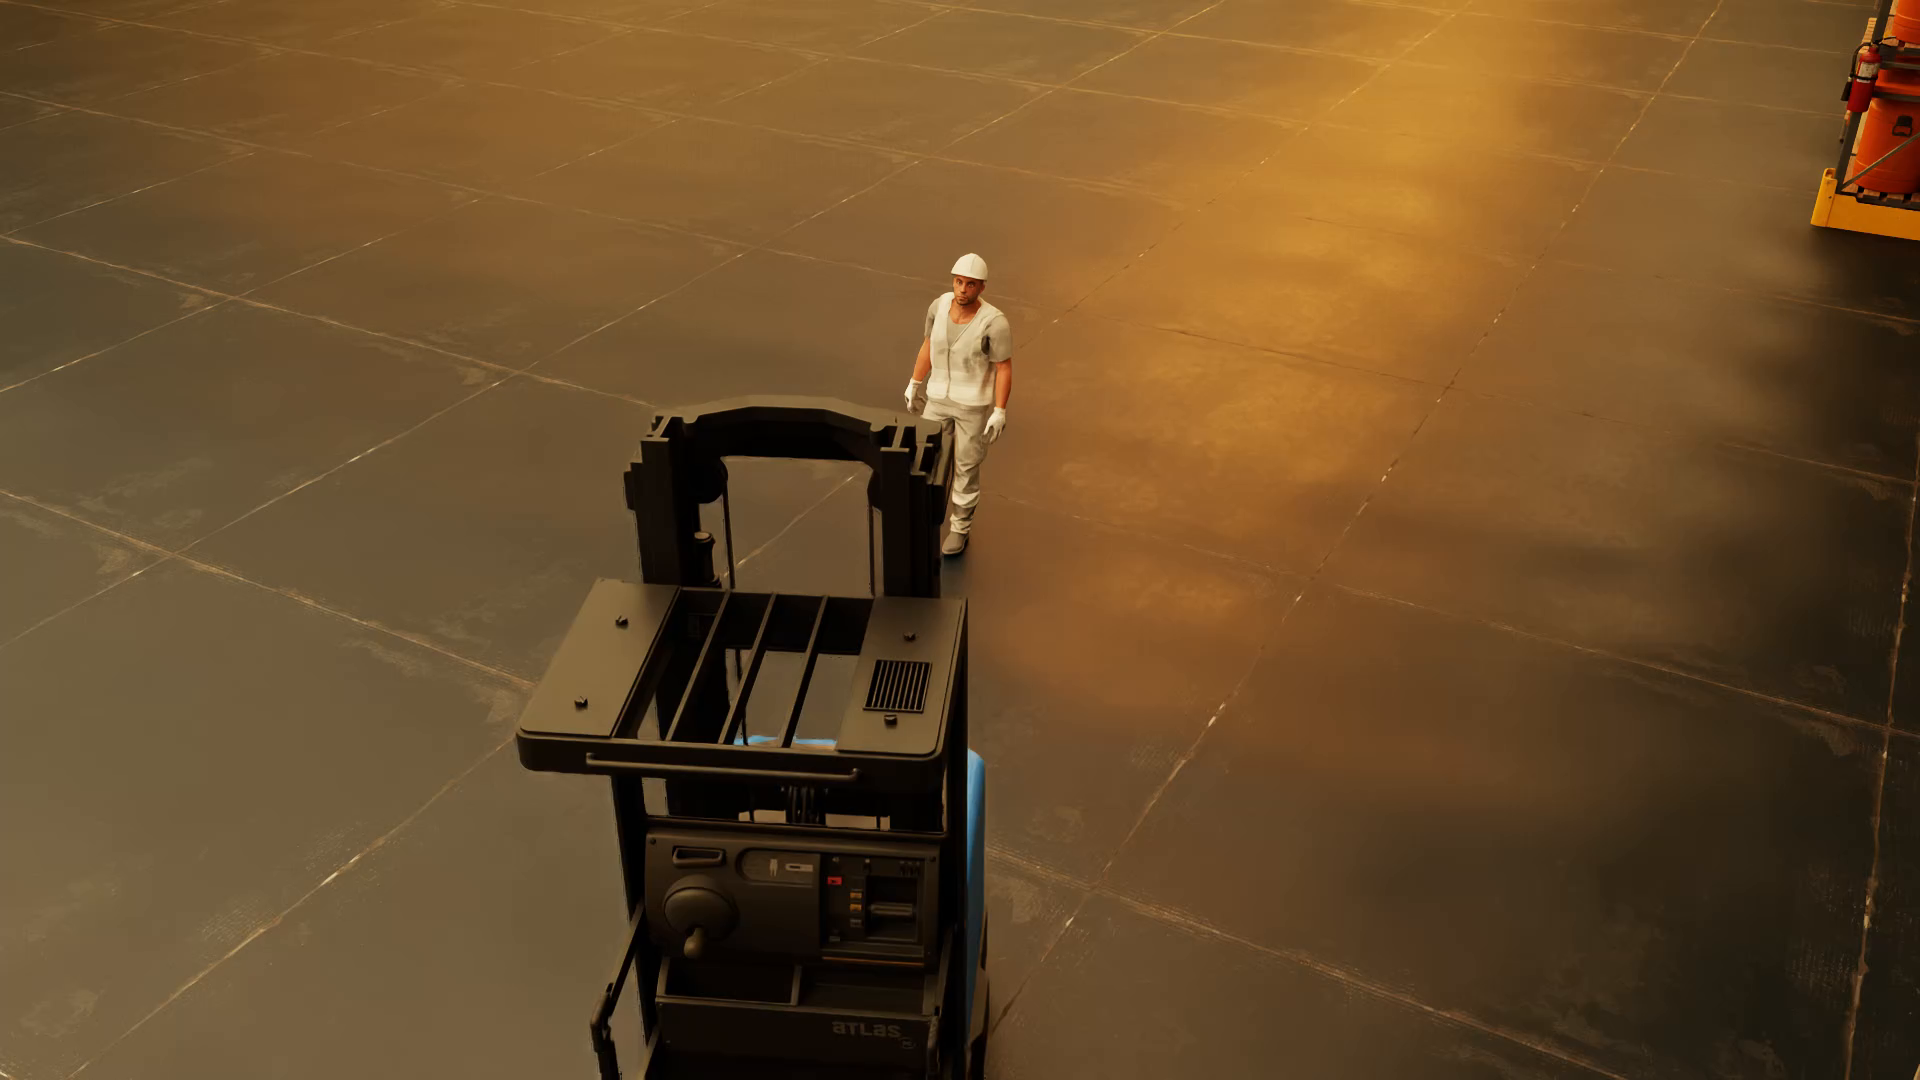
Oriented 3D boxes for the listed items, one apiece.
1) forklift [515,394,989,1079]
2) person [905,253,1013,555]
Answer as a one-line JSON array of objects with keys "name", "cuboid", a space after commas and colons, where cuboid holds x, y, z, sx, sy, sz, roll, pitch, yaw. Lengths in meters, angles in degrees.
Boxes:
[{"name": "forklift", "cuboid": [-0.545, 1.176, 5.034, 1.130, 2.935, 3.031, 3, 30, 5]}, {"name": "person", "cuboid": [-0.050, -0.749, 9.496, 0.637, 1.790, 0.562, 15, 33, 25]}]
